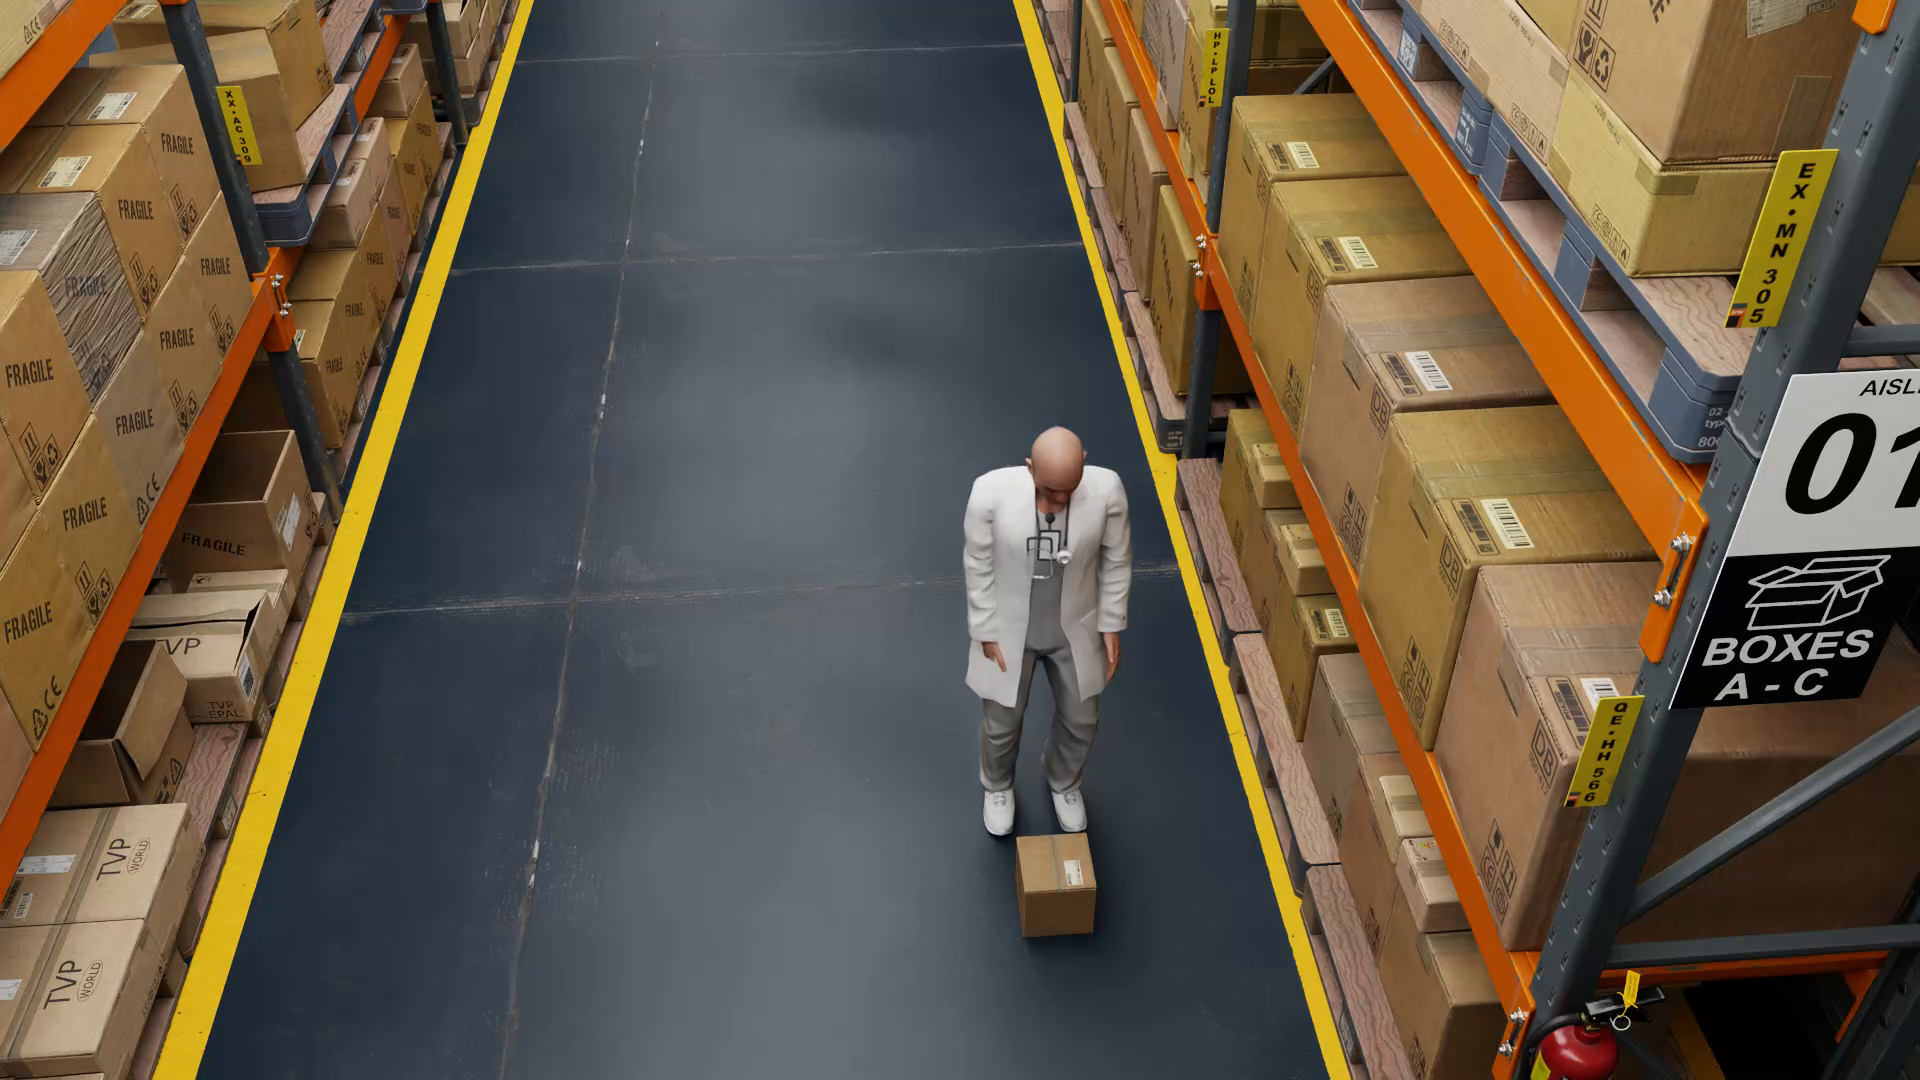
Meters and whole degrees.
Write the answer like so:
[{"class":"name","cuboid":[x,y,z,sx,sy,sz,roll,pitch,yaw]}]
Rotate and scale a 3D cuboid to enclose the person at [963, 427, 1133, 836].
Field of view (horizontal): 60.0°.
[{"class":"person","cuboid":[0.302,0.318,5.803,0.579,1.746,0.395,-3,39,-4]}]
